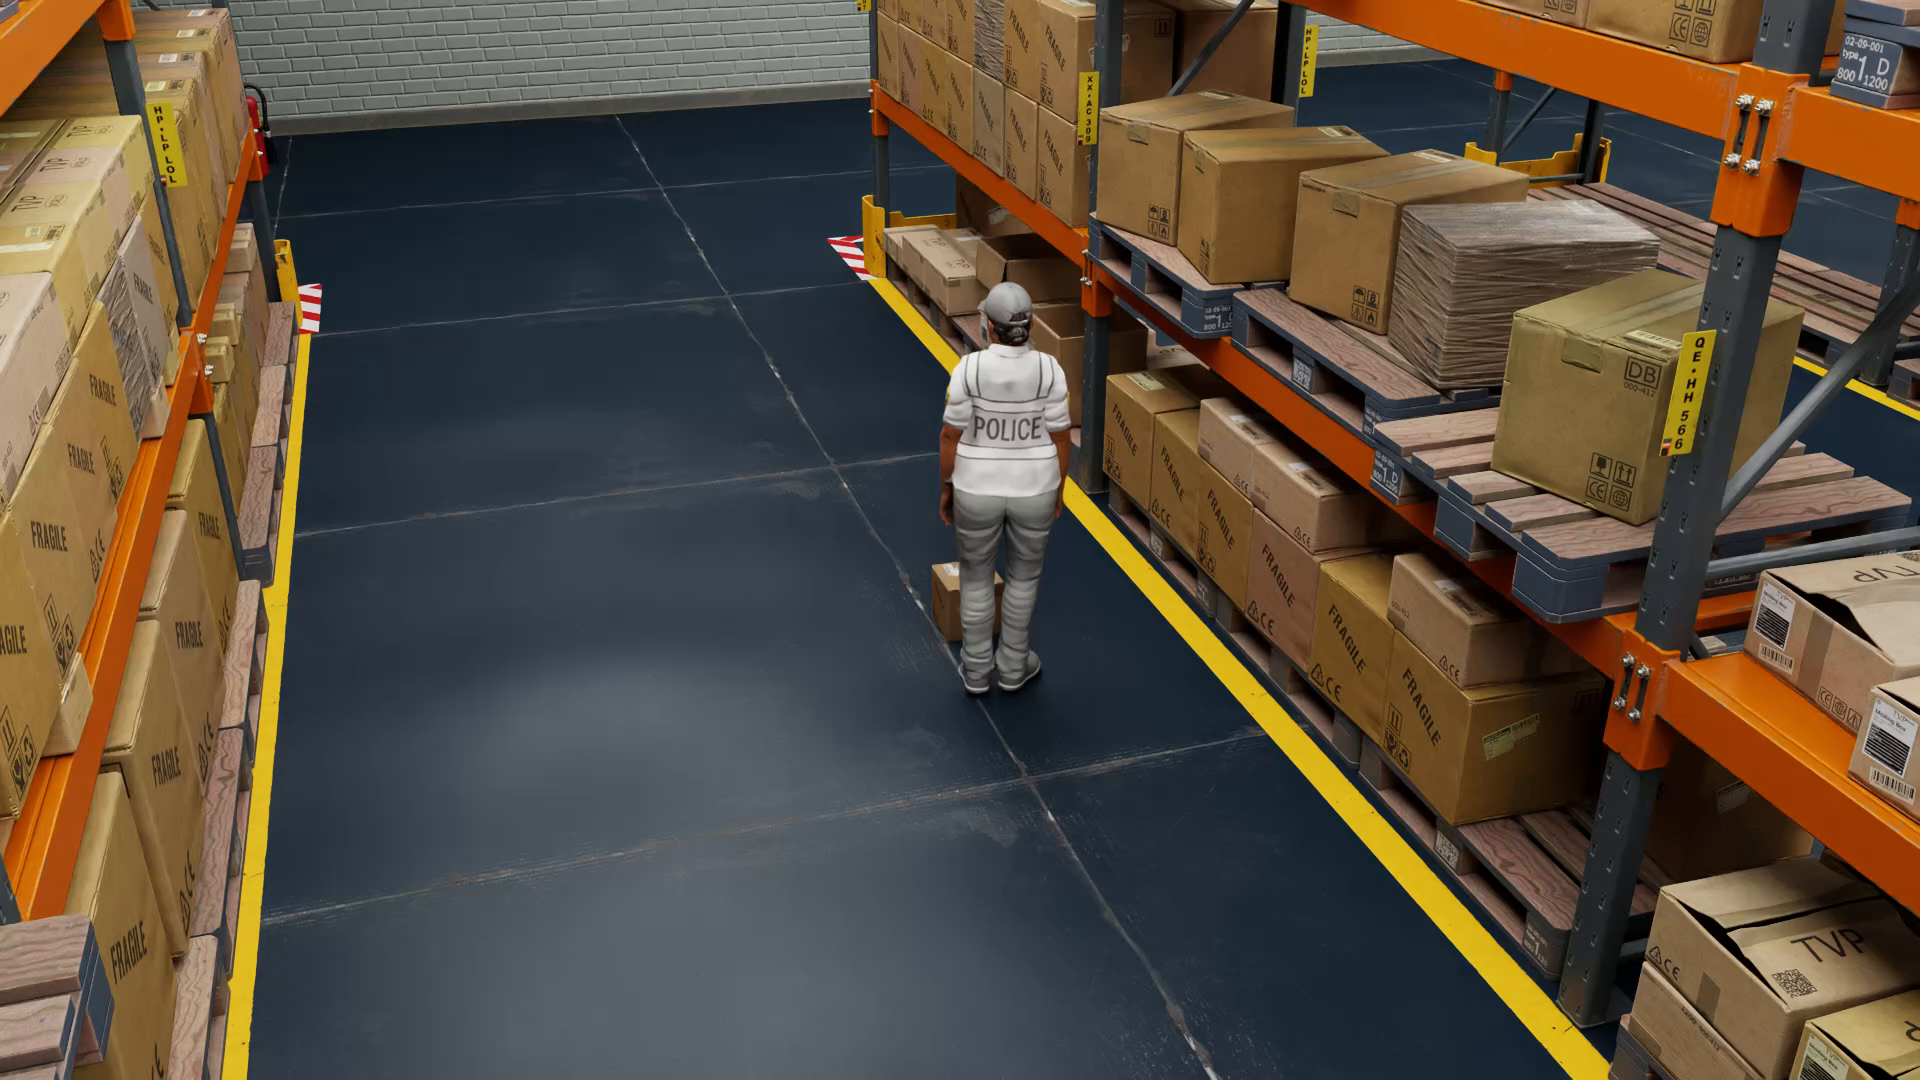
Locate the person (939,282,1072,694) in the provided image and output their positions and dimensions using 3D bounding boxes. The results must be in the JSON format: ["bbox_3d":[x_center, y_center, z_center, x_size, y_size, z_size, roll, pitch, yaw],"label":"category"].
[{"bbox_3d":[0.171,-0.182,6.449,0.503,1.670,0.399,-1,27,-2],"label":"person"}]
